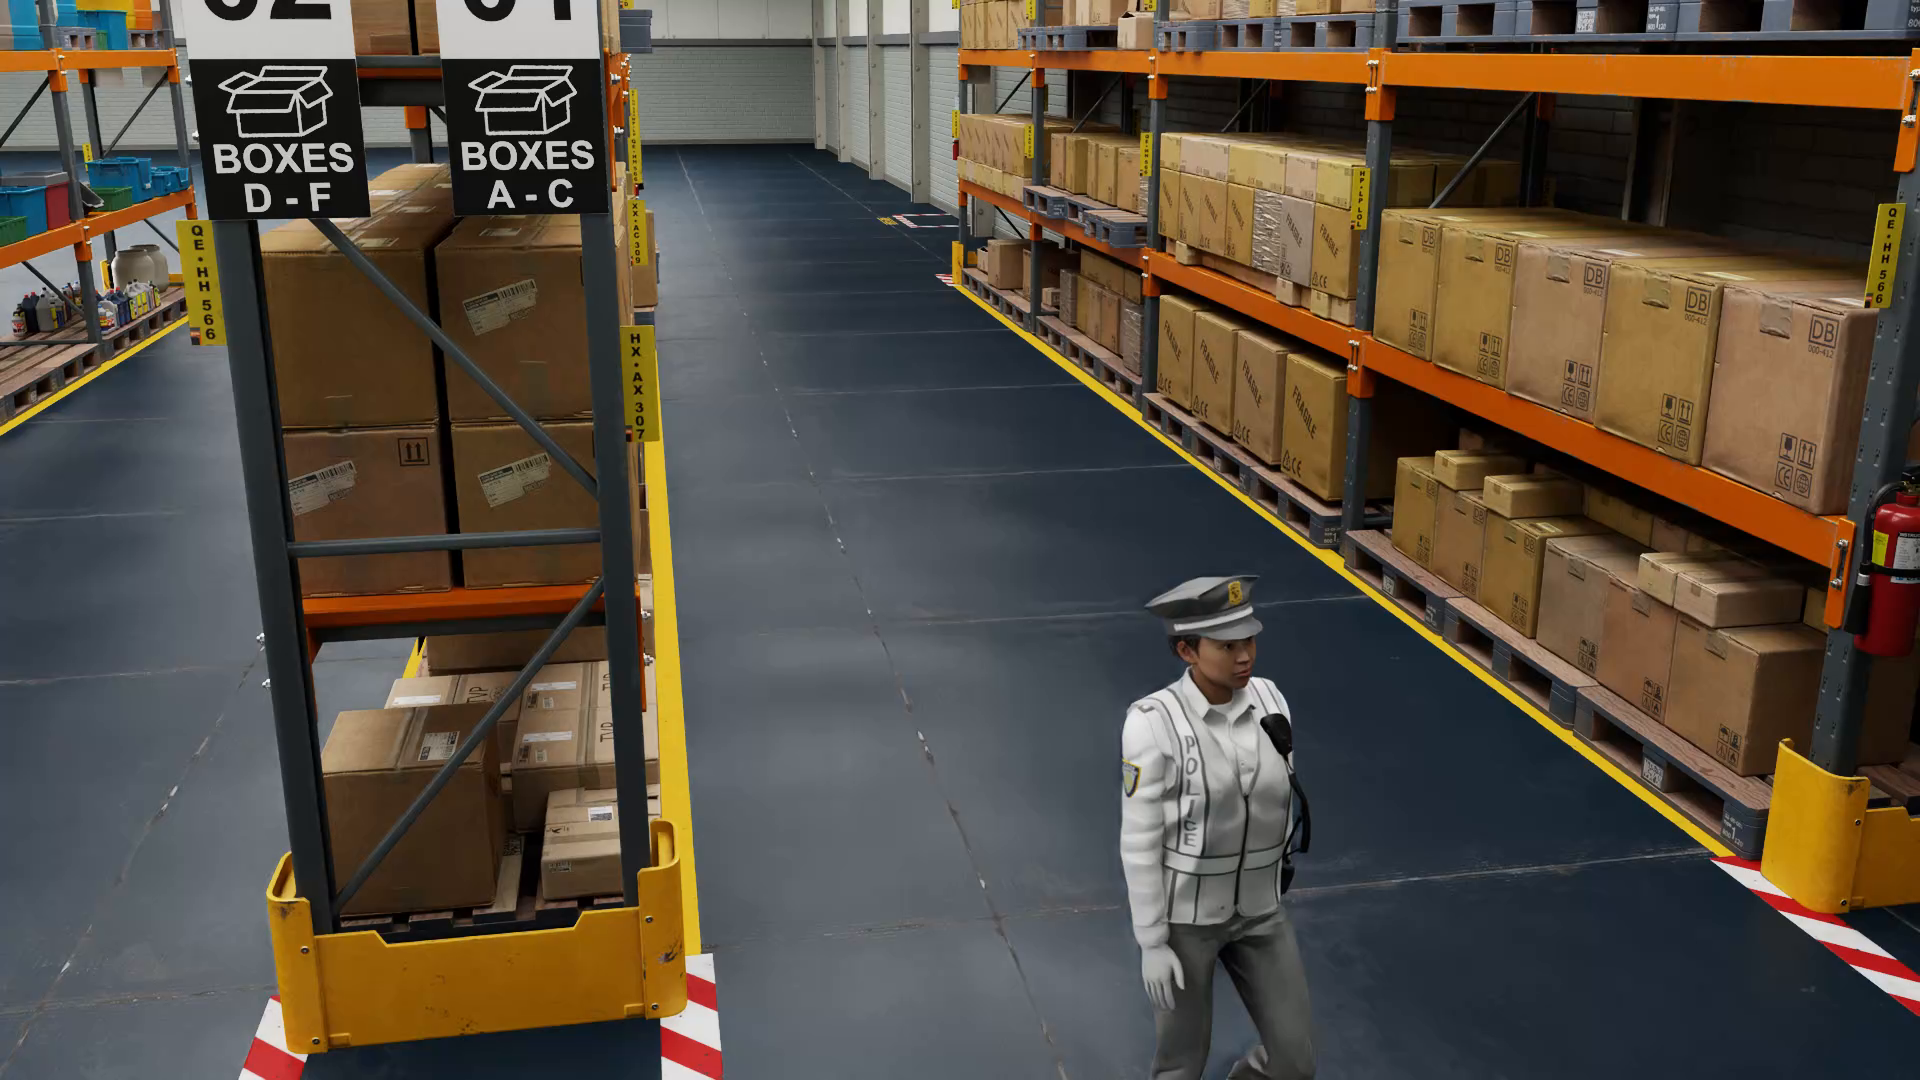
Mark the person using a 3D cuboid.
[{"bbox_3d":[0.608,0.894,3.913,0.488,1.704,0.419,-6,18,-20],"label":"person"}]
